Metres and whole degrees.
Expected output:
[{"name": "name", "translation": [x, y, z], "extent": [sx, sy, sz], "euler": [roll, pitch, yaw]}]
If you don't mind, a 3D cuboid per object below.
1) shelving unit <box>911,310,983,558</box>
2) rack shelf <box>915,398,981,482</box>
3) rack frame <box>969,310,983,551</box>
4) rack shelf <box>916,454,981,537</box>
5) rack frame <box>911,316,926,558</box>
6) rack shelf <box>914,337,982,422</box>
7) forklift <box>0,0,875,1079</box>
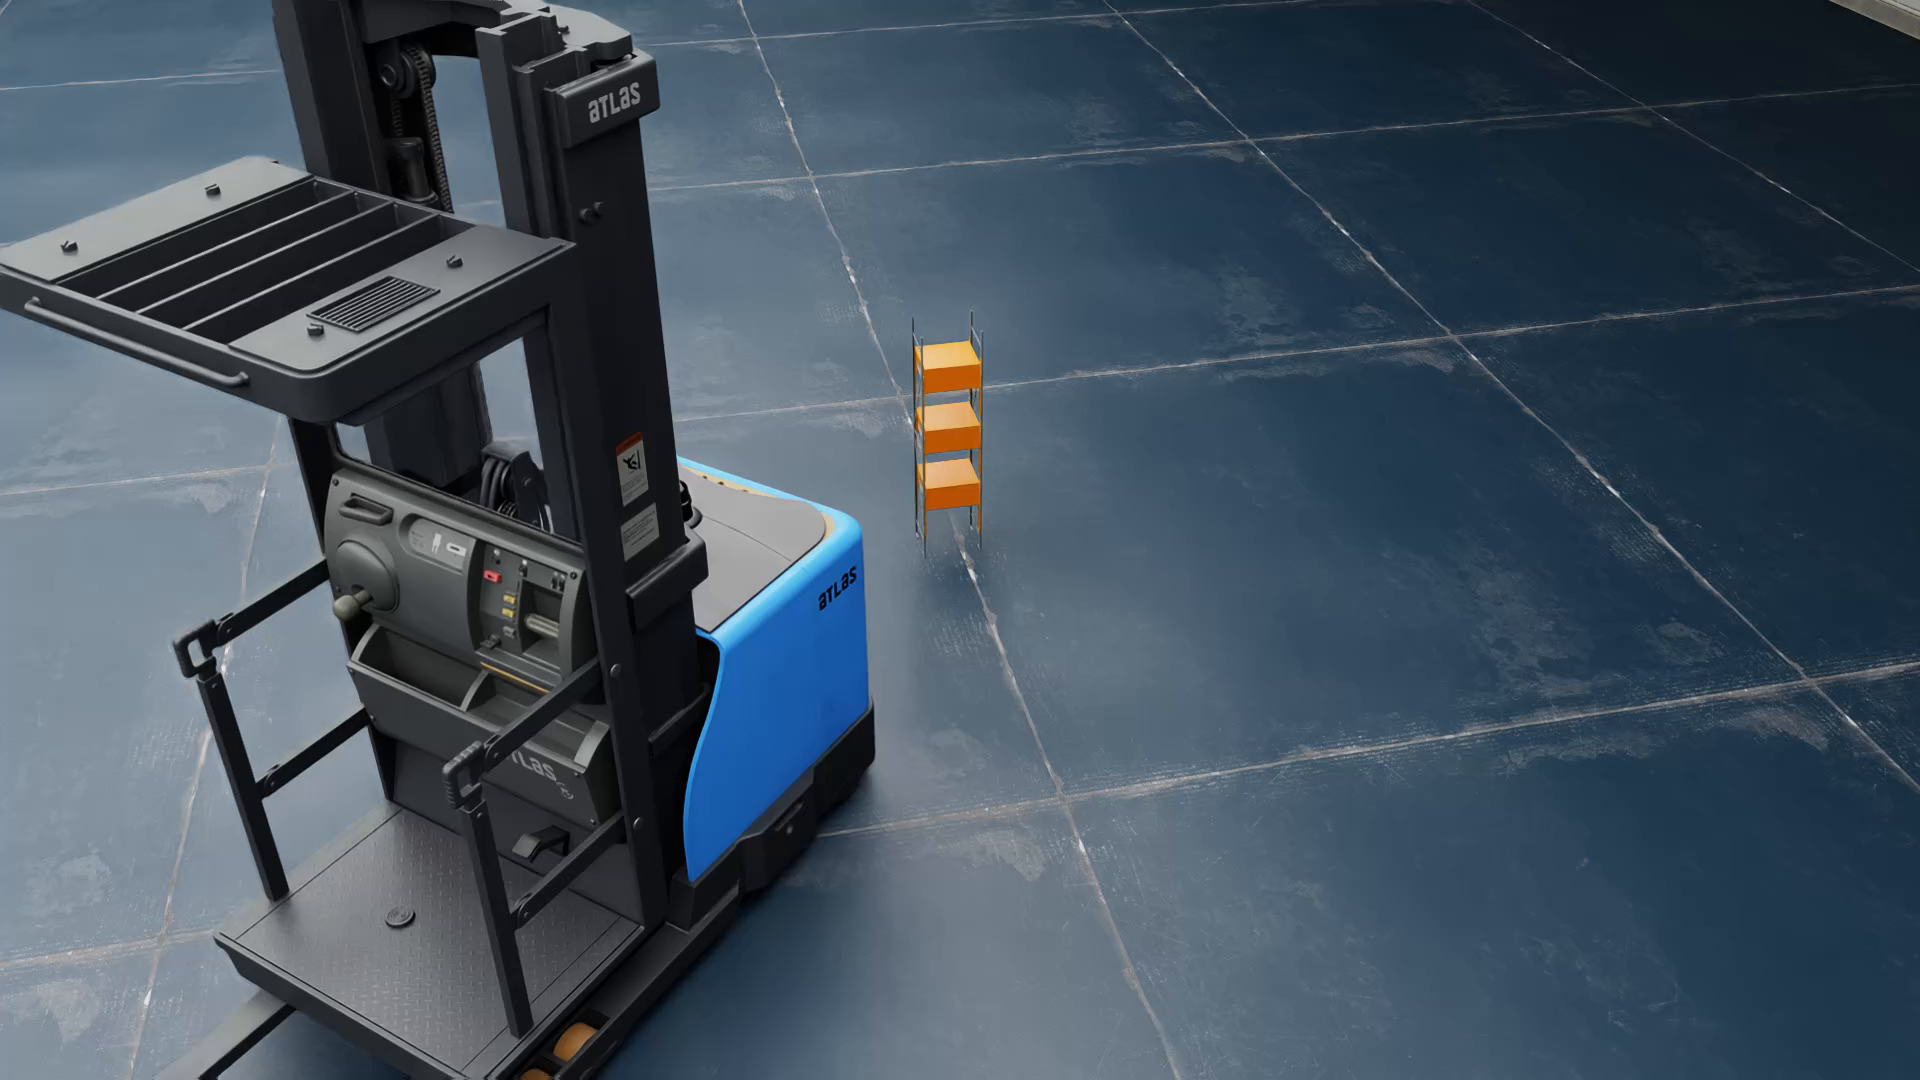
[{"name": "shelving unit", "translation": [-0.052, -0.429, 6.948], "extent": [0.252, 1.050, 0.215], "euler": [-7, 35, -11]}, {"name": "rack shelf", "translation": [-0.052, -0.421, 6.954], "extent": [0.240, 0.259, 0.215], "euler": [-7, 35, -11]}, {"name": "rack frame", "translation": [0.067, -0.444, 6.970], "extent": [0.008, 1.050, 0.200], "euler": [-7, 35, -11]}, {"name": "rack shelf", "translation": [-0.052, -0.190, 7.108], "extent": [0.240, 0.259, 0.215], "euler": [-7, 35, -11]}, {"name": "rack frame", "translation": [-0.171, -0.414, 6.925], "extent": [0.008, 1.050, 0.200], "euler": [-7, 35, -11]}, {"name": "rack shelf", "translation": [-0.052, -0.656, 6.795], "extent": [0.240, 0.259, 0.215], "euler": [-7, 35, -11]}, {"name": "forklift", "translation": [-1.495, 0.166, 4.372], "extent": [1.130, 2.935, 3.031], "euler": [19, 38, 25]}]
